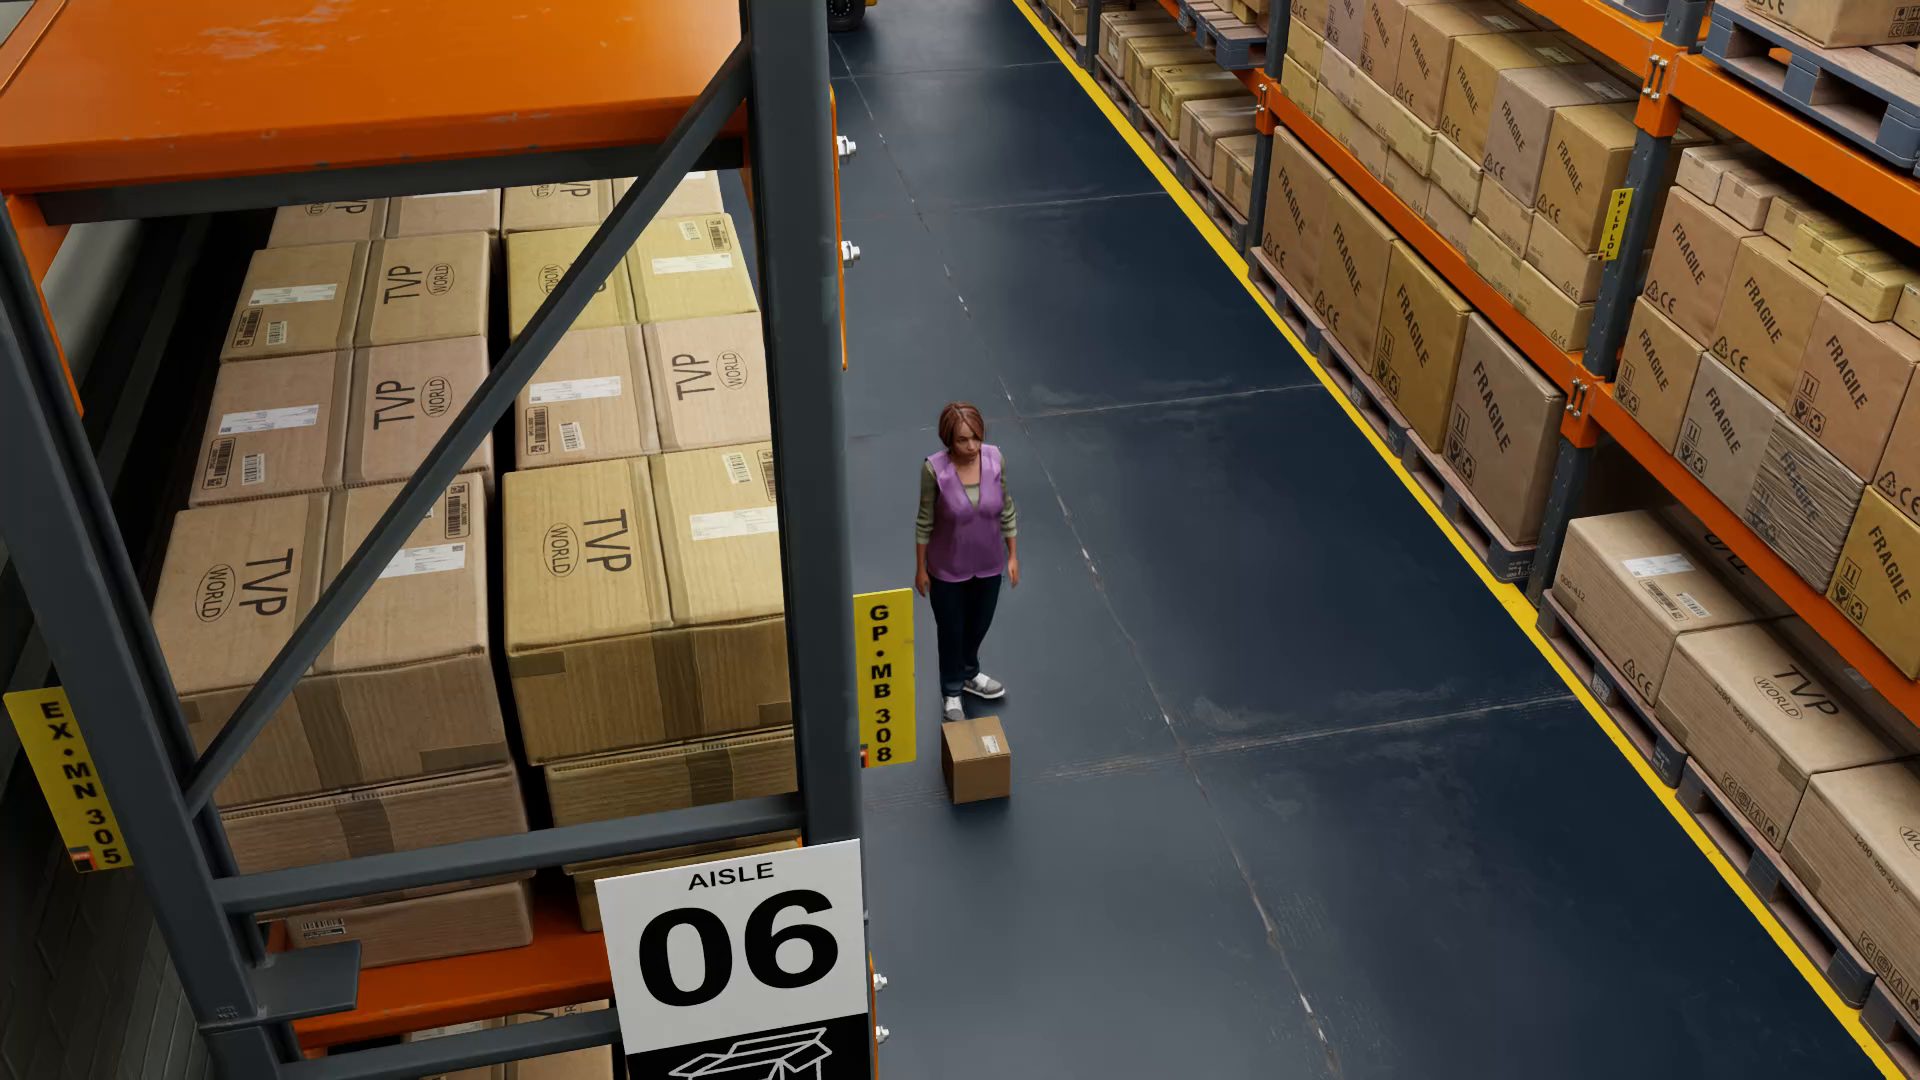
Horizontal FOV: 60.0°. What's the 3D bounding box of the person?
[{"bbox_3d":[0.026,0.098,7.192,0.450,1.597,0.357,-11,36,-16],"label":"person"}]
